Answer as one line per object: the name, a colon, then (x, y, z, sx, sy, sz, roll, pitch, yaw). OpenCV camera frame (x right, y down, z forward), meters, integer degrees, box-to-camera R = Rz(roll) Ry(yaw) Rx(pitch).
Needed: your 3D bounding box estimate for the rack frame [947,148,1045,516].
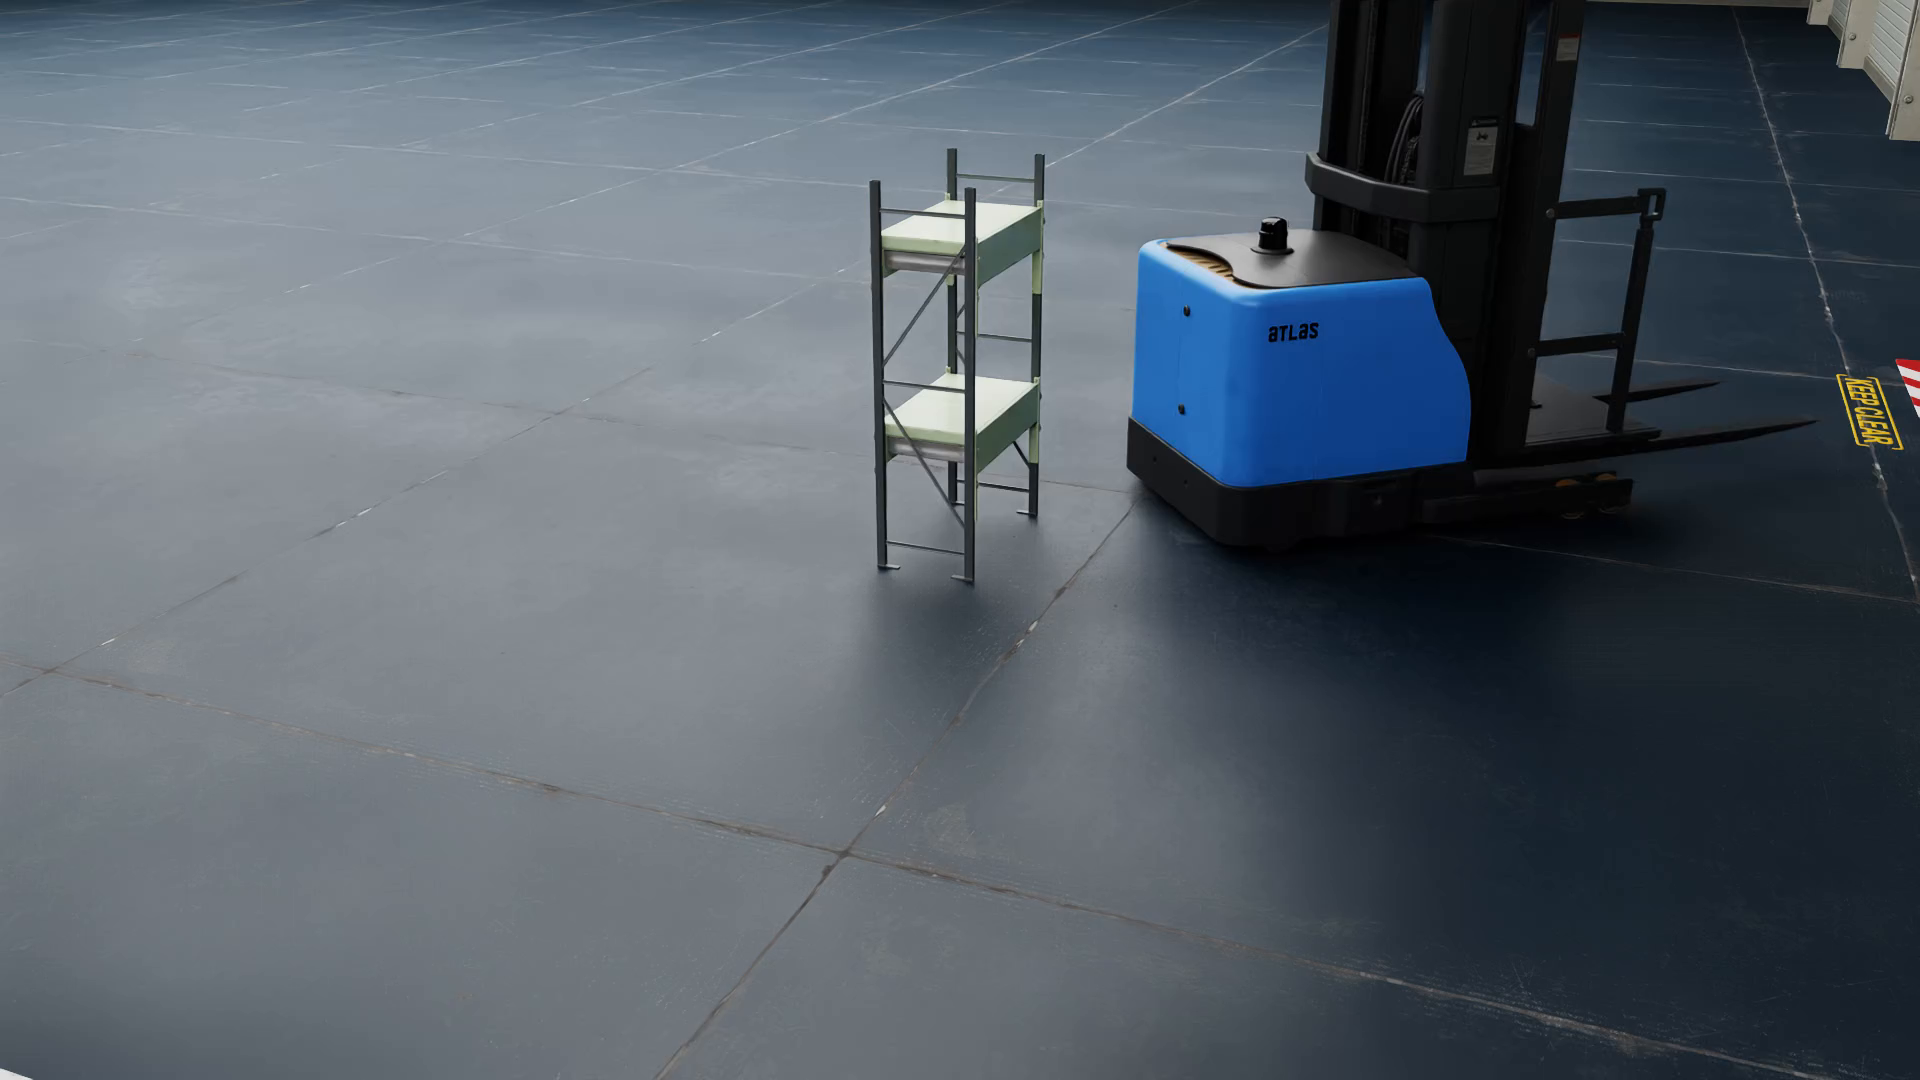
rack frame: (0.138, -0.825, 6.780, 0.400, 1.500, 0.023, 9, 24, 20)

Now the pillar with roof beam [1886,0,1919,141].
pillar with roof beam: (5.137, -8.658, 15.802, 9.100, 9.000, 0.400, 9, 24, 20)

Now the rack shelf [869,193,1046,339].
rack shelf: (0.002, -1.055, 6.316, 0.431, 0.370, 0.720, 9, 24, 20)

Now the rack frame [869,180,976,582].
rack frame: (-0.133, -0.563, 6.153, 0.400, 1.500, 0.023, 9, 24, 20)

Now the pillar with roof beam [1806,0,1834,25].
pillar with roof beam: (9.594, -12.952, 26.083, 9.100, 9.000, 0.400, 9, 24, 20)

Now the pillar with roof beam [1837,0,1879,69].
pillar with roof beam: (7.366, -10.805, 20.943, 9.100, 9.000, 0.400, 9, 24, 20)

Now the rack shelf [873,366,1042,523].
rack shelf: (0.002, -0.394, 6.592, 0.431, 0.370, 0.720, 9, 24, 20)

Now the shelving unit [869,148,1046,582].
shelving unit: (0.002, -0.694, 6.467, 0.431, 1.500, 0.755, 9, 24, 20)

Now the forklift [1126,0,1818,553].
forklift: (2.309, -1.624, 6.835, 3.031, 2.935, 1.130, -7, 24, -17)
